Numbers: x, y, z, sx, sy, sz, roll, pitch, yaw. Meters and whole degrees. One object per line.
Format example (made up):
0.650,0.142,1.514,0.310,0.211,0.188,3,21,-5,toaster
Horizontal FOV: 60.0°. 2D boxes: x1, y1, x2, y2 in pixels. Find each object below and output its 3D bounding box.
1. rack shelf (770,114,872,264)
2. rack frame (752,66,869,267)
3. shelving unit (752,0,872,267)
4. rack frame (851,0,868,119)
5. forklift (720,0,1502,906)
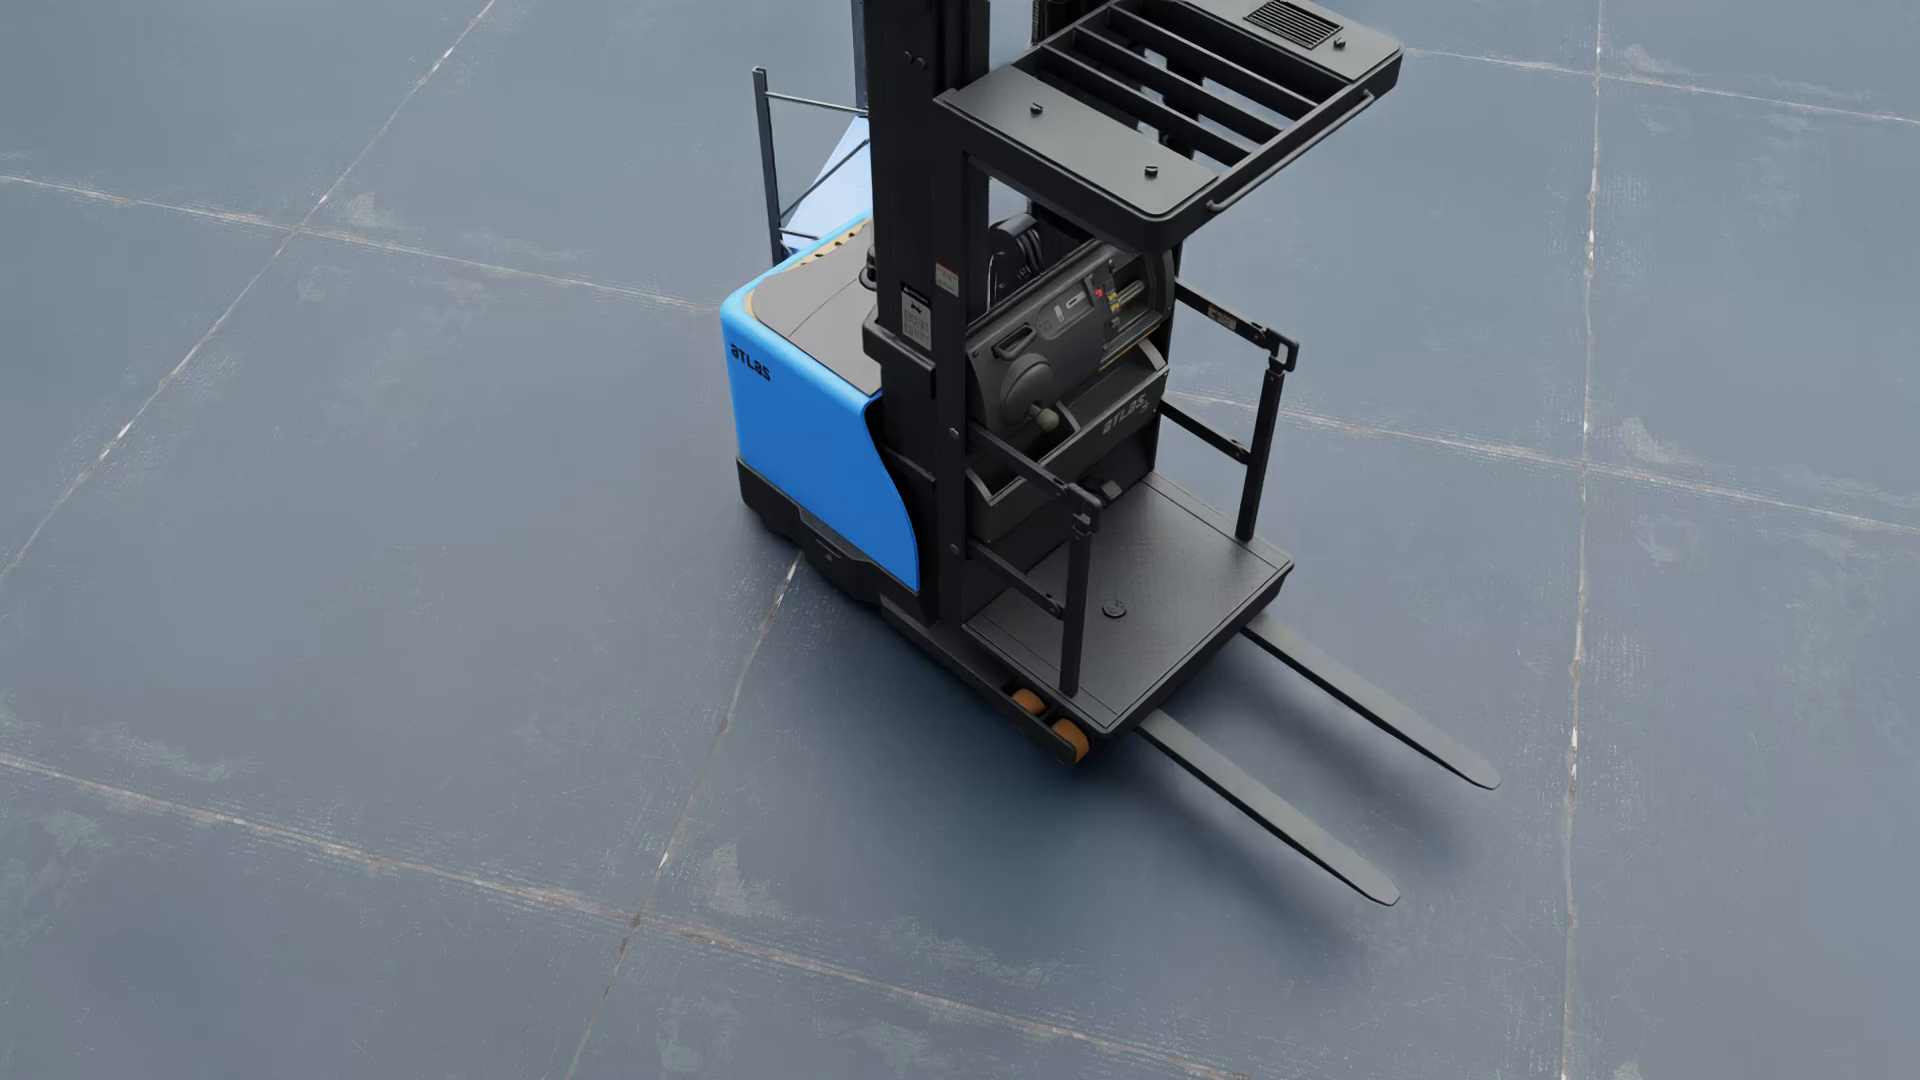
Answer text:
-0.379,-1.456,7.193,0.538,0.185,1.000,14,50,12,rack shelf
-0.535,-1.212,6.738,0.500,1.500,0.032,14,50,12,rack frame
-0.379,-1.575,7.058,0.538,1.500,1.048,14,50,12,shelving unit
-0.222,-1.937,7.378,0.500,1.500,0.032,14,50,12,rack frame
0.523,-0.613,5.255,3.031,2.935,1.130,36,58,27,forklift
